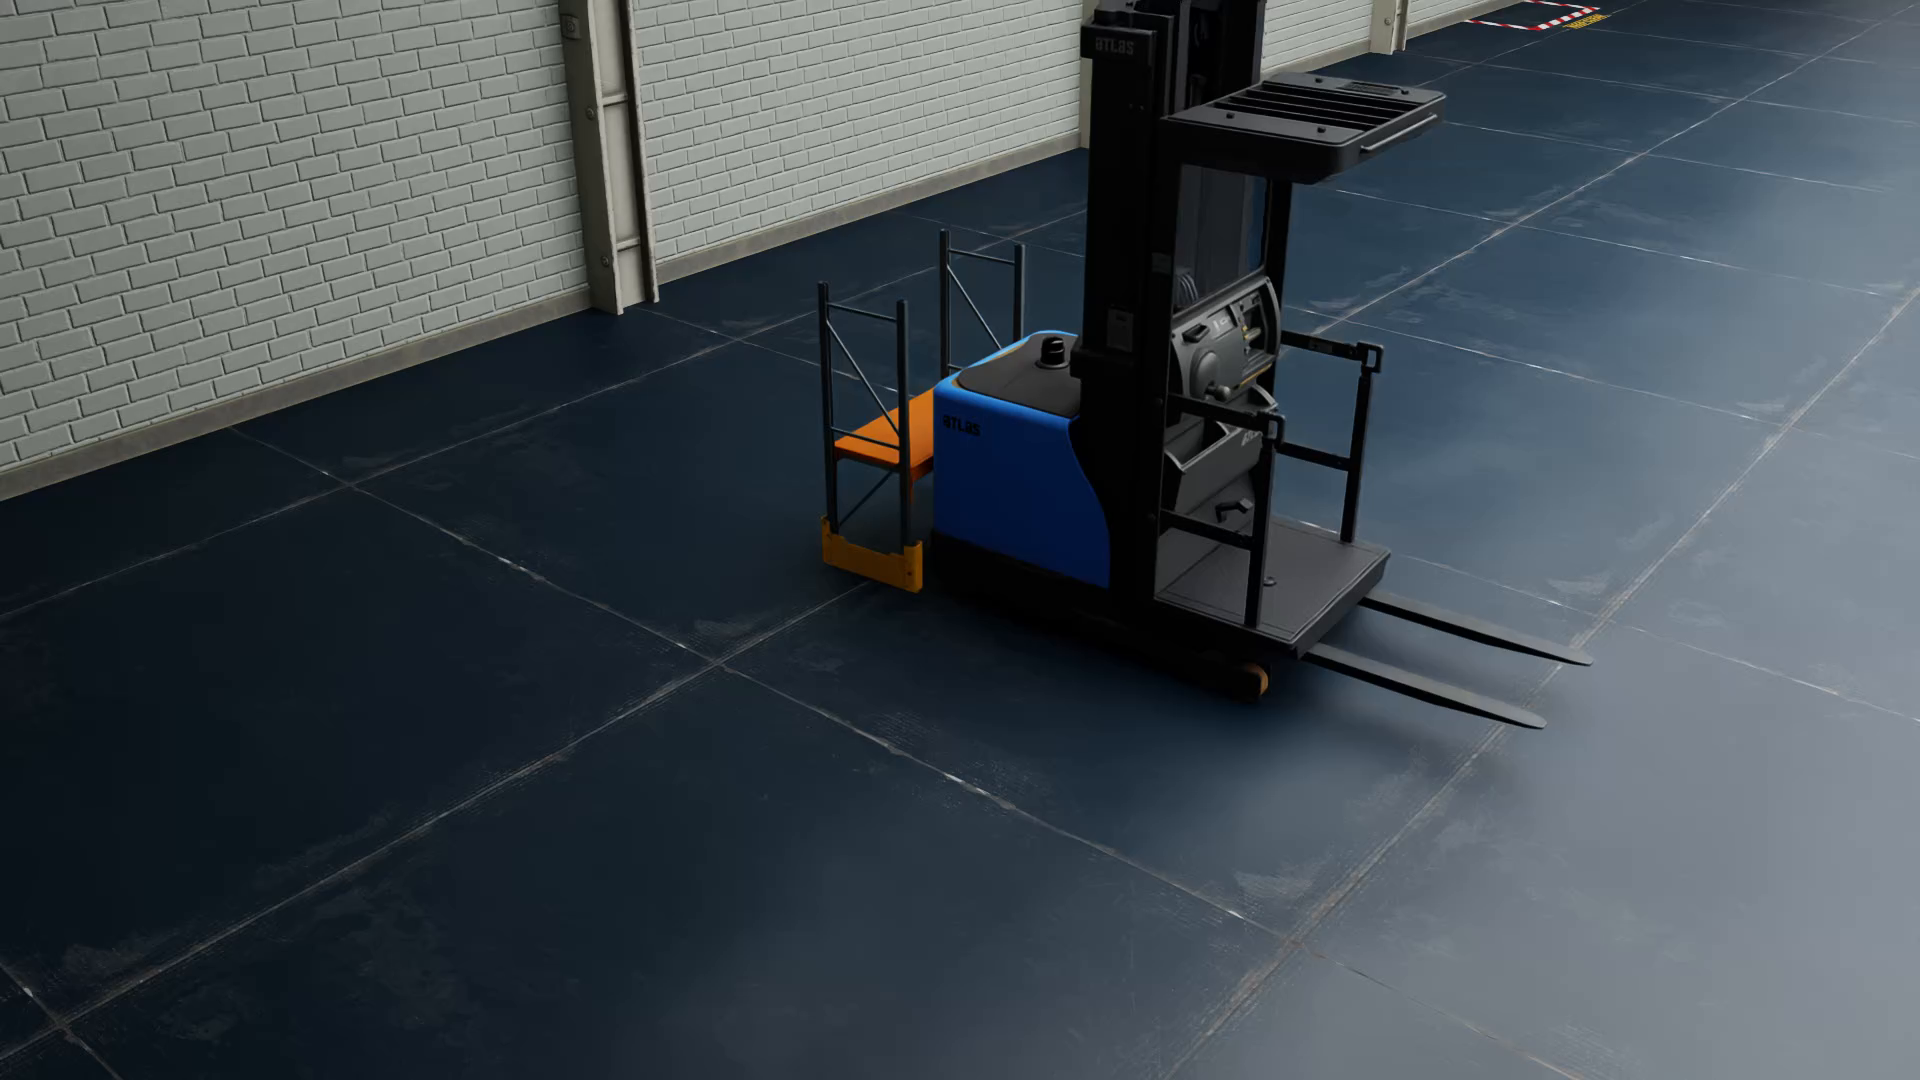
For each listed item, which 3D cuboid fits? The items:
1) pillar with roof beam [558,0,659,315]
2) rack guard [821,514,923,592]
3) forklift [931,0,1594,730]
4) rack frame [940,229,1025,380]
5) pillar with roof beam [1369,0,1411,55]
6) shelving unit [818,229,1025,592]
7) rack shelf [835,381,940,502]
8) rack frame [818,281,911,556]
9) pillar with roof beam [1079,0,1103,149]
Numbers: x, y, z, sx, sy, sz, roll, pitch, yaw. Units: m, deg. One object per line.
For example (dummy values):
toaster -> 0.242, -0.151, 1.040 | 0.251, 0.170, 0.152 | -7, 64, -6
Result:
pillar with roof beam -> 0.890, -4.457, 7.572 | 9.100, 9.000, 0.400 | 21, 34, 34
rack guard -> -0.444, 0.061, 8.360 | 0.587, 0.250, 0.087 | 17, 32, 30
forklift -> 1.347, -0.866, 7.235 | 3.031, 2.935, 1.130 | 18, 33, 31
rack frame -> 0.111, -0.875, 8.808 | 0.500, 1.500, 0.032 | 17, 32, 30
pillar with roof beam -> 8.523, -8.712, 15.797 | 9.100, 9.000, 0.400 | 21, 34, 34
shelving unit -> -0.167, -0.684, 8.440 | 0.587, 1.500, 1.083 | 17, 32, 30
rack shelf -> -0.172, -0.521, 8.516 | 0.538, 0.185, 1.000 | 17, 32, 30
rack frame -> -0.455, -0.486, 8.058 | 0.500, 1.500, 0.032 | 17, 32, 30
pillar with roof beam -> 4.706, -6.585, 11.684 | 9.100, 9.000, 0.400 | 21, 34, 34
